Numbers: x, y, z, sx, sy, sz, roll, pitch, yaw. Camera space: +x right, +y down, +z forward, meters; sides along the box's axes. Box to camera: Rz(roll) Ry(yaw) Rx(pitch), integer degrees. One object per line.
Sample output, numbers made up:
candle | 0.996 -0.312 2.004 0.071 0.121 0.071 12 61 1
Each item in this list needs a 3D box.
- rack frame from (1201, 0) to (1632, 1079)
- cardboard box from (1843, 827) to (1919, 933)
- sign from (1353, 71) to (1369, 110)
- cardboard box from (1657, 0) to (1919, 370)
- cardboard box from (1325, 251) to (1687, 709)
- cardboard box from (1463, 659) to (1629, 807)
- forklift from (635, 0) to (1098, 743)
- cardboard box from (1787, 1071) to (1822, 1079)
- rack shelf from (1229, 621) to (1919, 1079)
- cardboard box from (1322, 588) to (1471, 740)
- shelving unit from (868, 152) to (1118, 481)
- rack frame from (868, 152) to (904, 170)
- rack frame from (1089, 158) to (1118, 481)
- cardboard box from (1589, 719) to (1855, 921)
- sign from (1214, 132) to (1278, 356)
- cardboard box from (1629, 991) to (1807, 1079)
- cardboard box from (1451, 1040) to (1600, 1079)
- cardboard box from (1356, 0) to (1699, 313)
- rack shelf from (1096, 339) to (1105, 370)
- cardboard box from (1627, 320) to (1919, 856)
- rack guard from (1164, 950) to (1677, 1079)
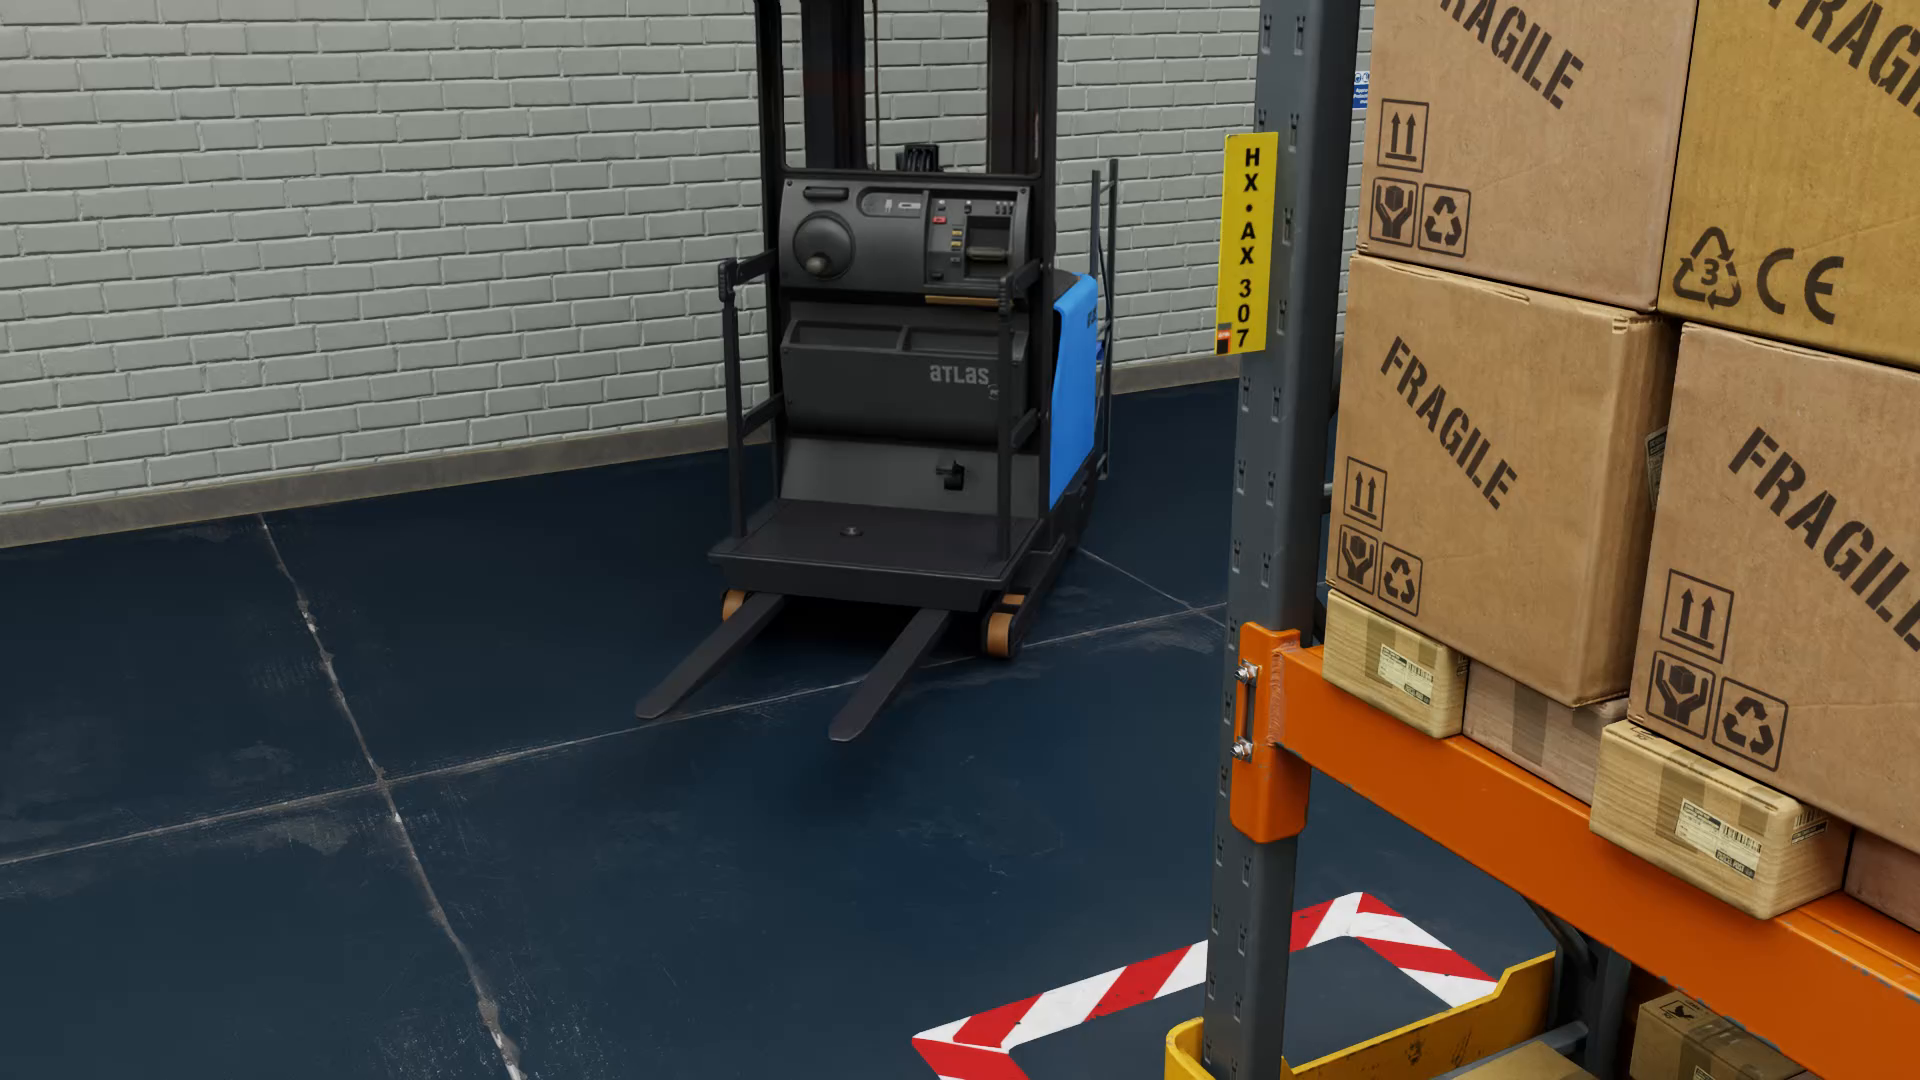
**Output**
rack frame | 0.904 -0.114 2.863 0.949 2.616 0.053 -10 21 -27
cardboard box | 1.254 0.353 1.894 0.380 0.149 0.250 -9 21 -24
sign | 2.445 -2.663 9.837 0.327 0.218 0.001 -10 21 -27
cardboard box | 1.131 -0.461 1.727 0.500 0.500 0.500 -9 21 -25
cardboard box | 0.877 -0.131 2.303 0.500 0.500 0.500 -9 21 -24
cardboard box | 0.929 0.215 2.296 0.380 0.149 0.250 -9 21 -25
forklift | -0.259 -1.102 5.833 1.130 2.935 3.031 5 20 14
cardboard box | 1.450 0.947 2.603 0.380 0.149 0.250 -10 21 -26
rack shelf | 1.856 0.800 1.318 1.077 0.370 4.000 -10 21 -27
cardboard box | 0.772 0.148 2.489 0.380 0.149 0.250 -10 21 -27
shelving unit | 0.151 -0.993 7.710 1.048 1.500 0.538 5 20 14
rack frame | -0.341 -1.035 7.832 0.032 1.500 0.500 5 20 14
rack frame | 0.643 -0.951 7.587 0.032 1.500 0.500 5 20 14
cardboard box | 1.010 0.300 2.048 0.380 0.149 0.250 -11 22 -28
sign | 0.429 -0.440 2.480 0.100 0.325 0.005 -10 21 -27
cardboard box | 1.381 0.866 2.838 0.380 0.149 0.250 -10 21 -26
cardboard box | 0.856 0.956 2.576 0.380 0.149 0.250 -11 22 -29
cardboard box | 0.886 -0.605 2.144 0.500 0.500 0.500 -10 21 -27
rack shelf | 0.151 -0.823 7.768 1.000 0.185 0.538 5 20 14
cardboard box | 1.153 0.019 1.869 0.500 0.500 0.500 -10 21 -27
rack guard | 0.943 1.089 3.209 1.175 0.500 0.348 -10 21 -27
